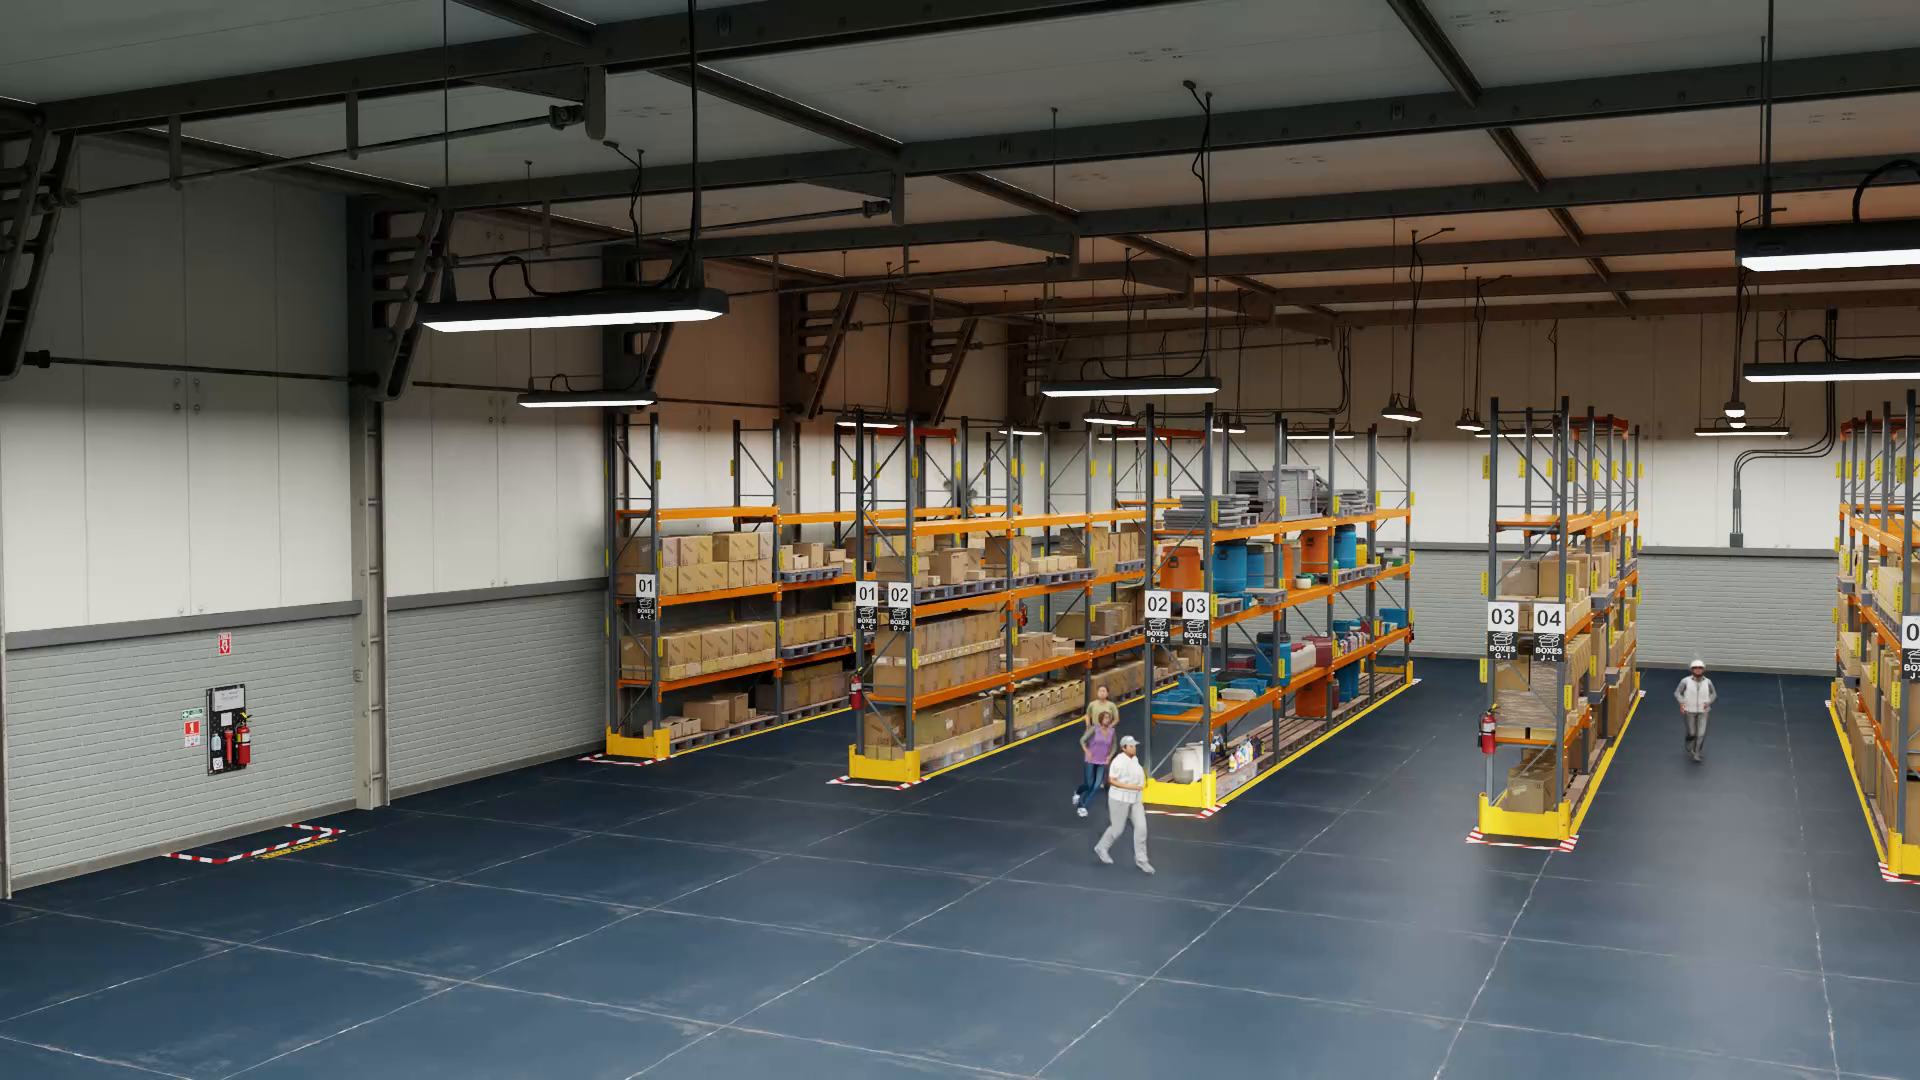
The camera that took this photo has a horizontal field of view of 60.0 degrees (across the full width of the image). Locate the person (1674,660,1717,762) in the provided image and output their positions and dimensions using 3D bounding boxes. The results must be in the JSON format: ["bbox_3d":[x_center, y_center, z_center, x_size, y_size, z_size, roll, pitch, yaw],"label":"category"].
[{"bbox_3d":[12.691,2.933,28.674,0.671,1.728,0.597,1,2,14],"label":"person"}]

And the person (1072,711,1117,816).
[{"bbox_3d":[1.987,3.230,24.211,0.597,1.509,0.560,-1,2,-13],"label":"person"}]

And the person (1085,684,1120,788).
[{"bbox_3d":[2.216,3.085,26.171,0.571,1.616,0.517,1,2,14],"label":"person"}]

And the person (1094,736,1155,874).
[{"bbox_3d":[2.058,3.295,20.863,0.598,1.697,0.851,-2,3,-43],"label":"person"}]
